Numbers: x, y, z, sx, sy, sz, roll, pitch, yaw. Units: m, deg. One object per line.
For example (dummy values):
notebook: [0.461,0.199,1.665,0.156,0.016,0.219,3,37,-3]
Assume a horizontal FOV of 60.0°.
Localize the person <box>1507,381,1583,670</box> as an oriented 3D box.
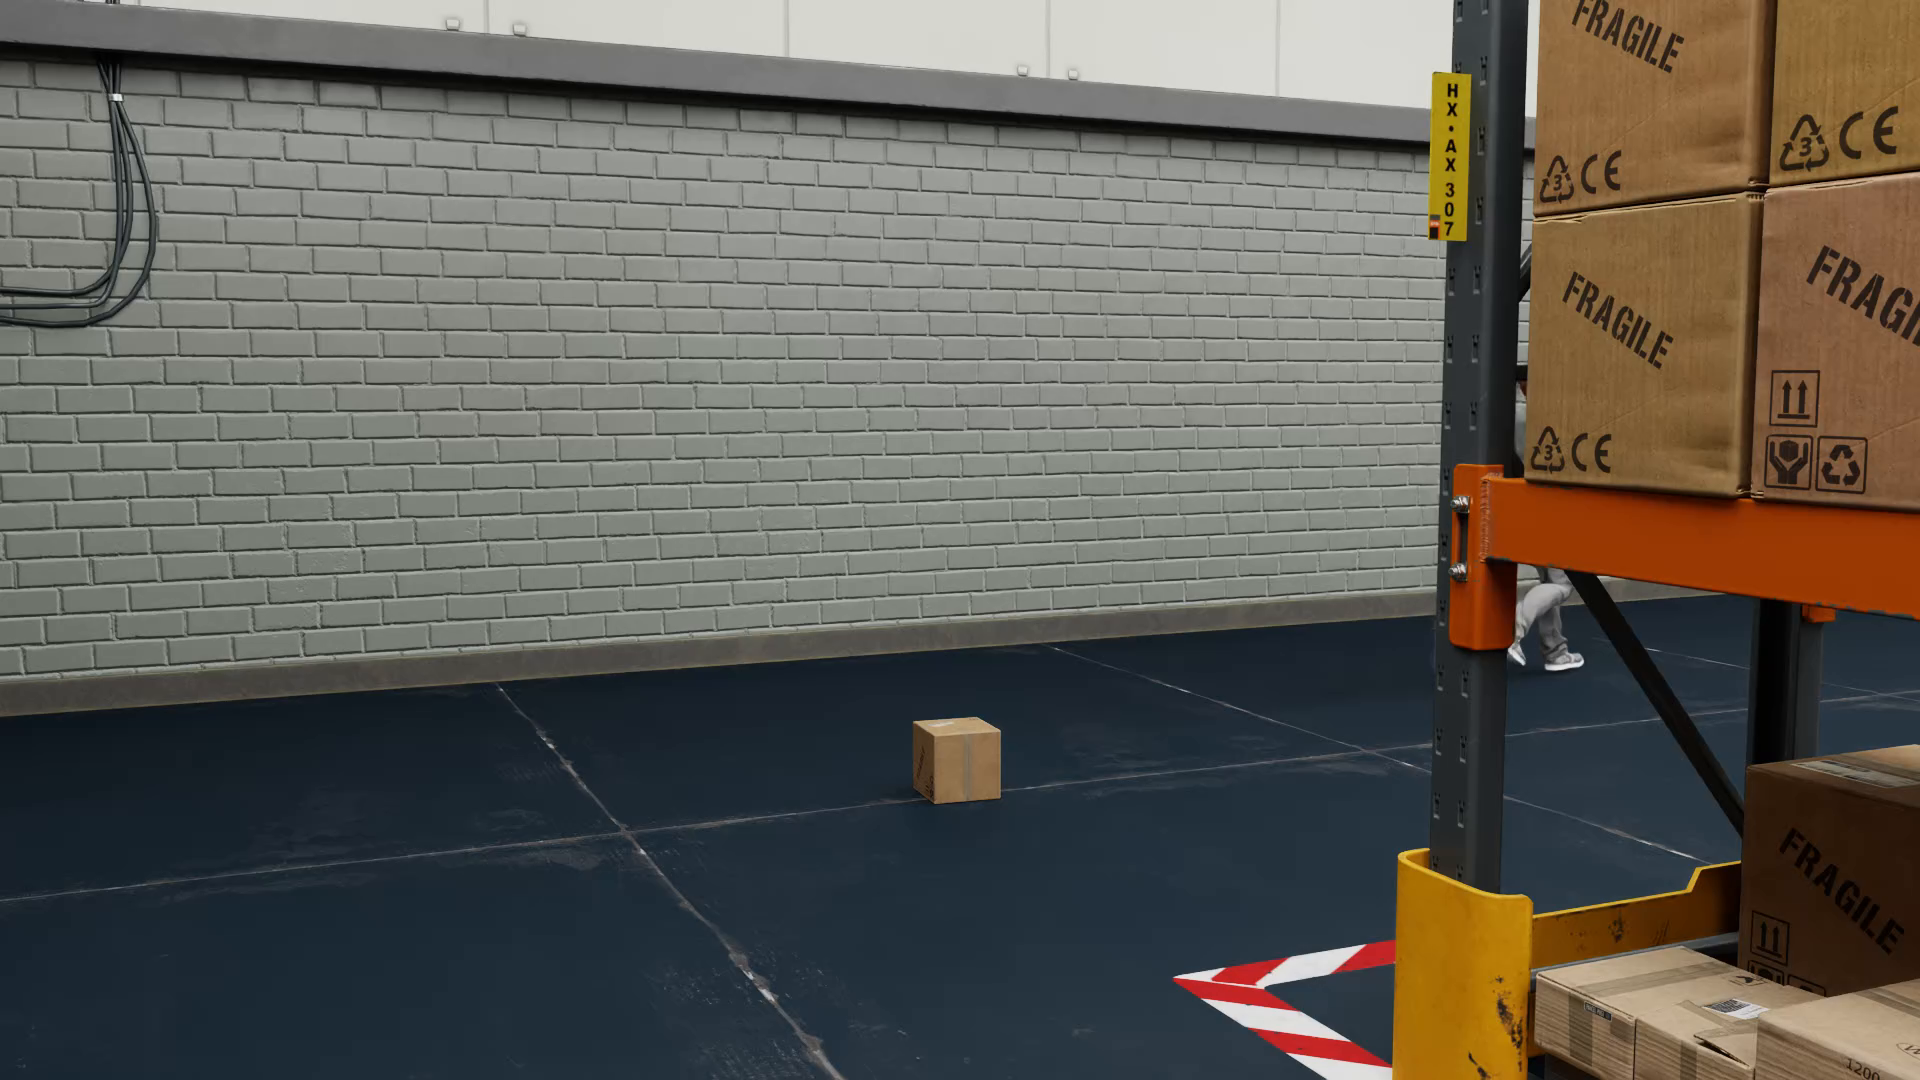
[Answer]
person: [2.877,-0.109,8.254,0.775,1.564,0.439,-3,6,-27]
